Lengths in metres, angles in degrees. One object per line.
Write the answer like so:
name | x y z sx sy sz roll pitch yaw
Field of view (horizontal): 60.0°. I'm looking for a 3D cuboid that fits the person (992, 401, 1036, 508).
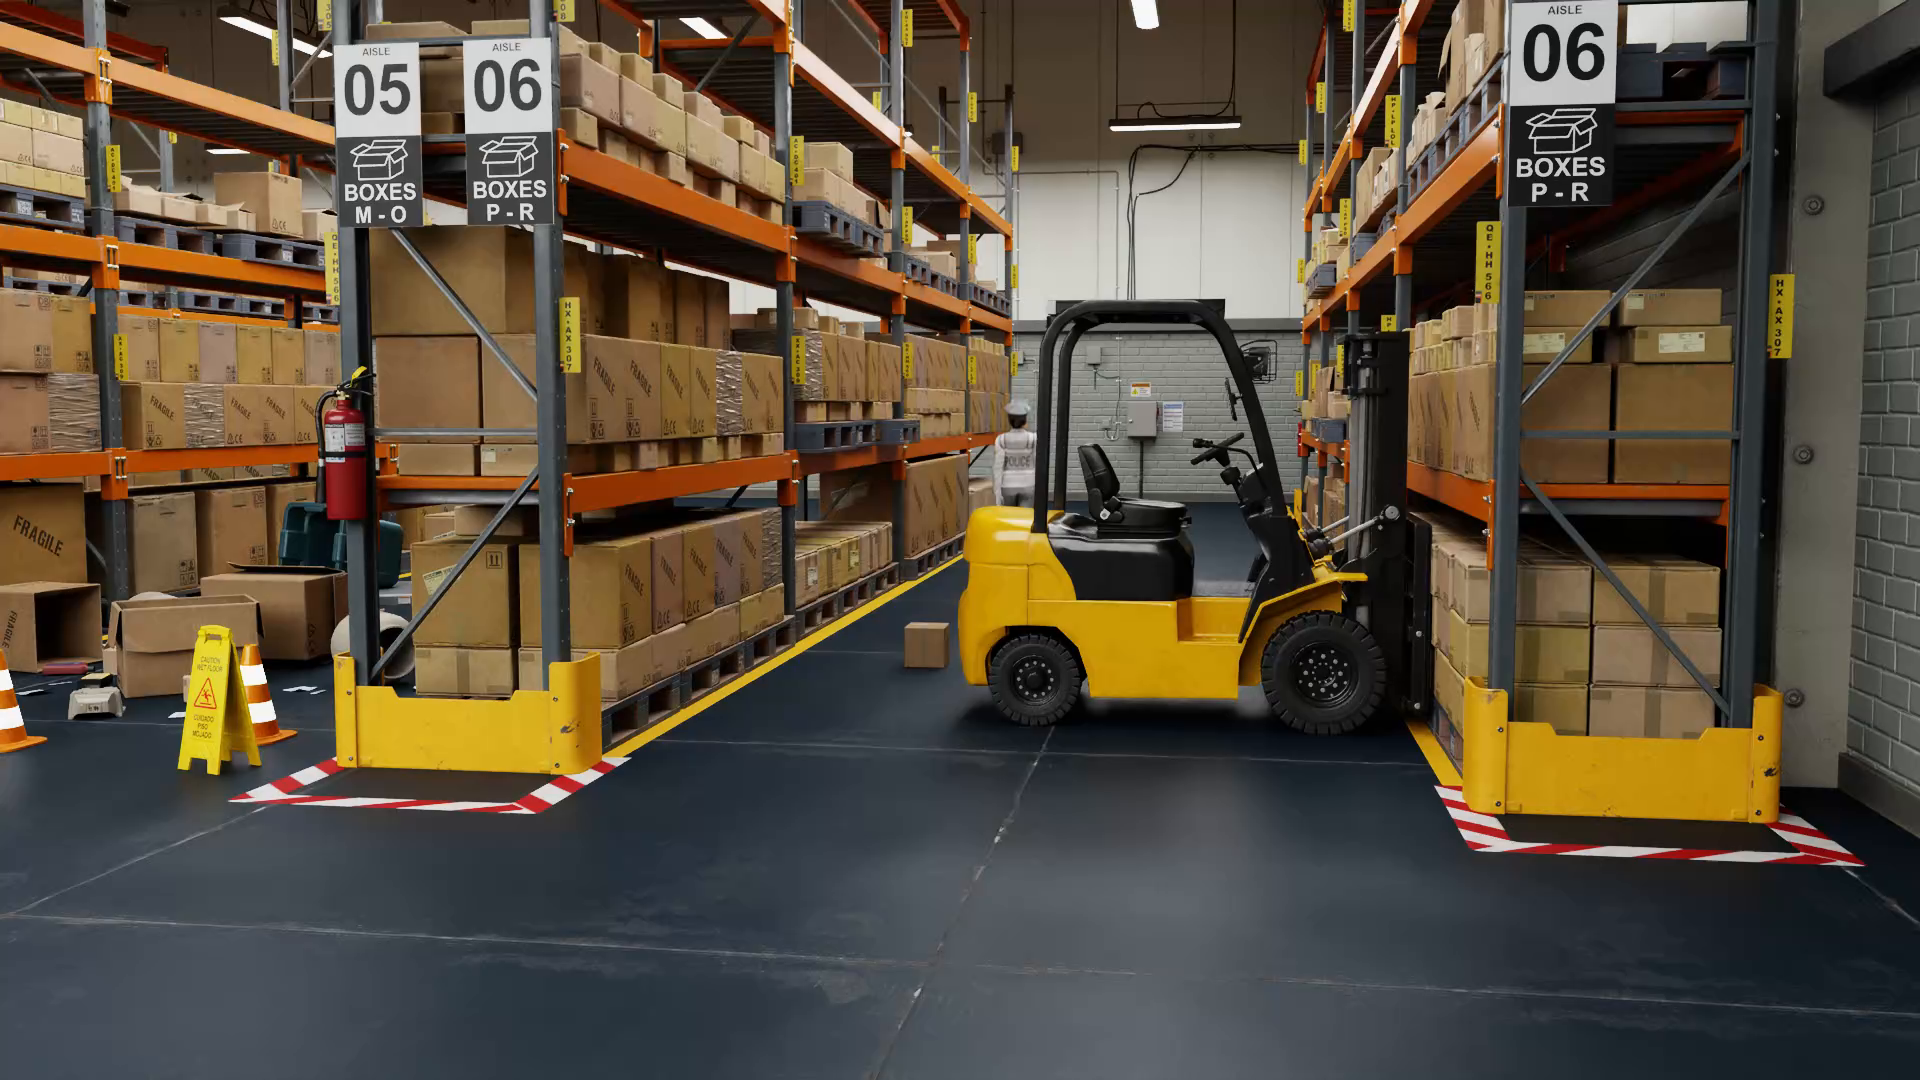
person | 0.563 -0.475 15.543 0.485 1.637 0.970 1 5 10
